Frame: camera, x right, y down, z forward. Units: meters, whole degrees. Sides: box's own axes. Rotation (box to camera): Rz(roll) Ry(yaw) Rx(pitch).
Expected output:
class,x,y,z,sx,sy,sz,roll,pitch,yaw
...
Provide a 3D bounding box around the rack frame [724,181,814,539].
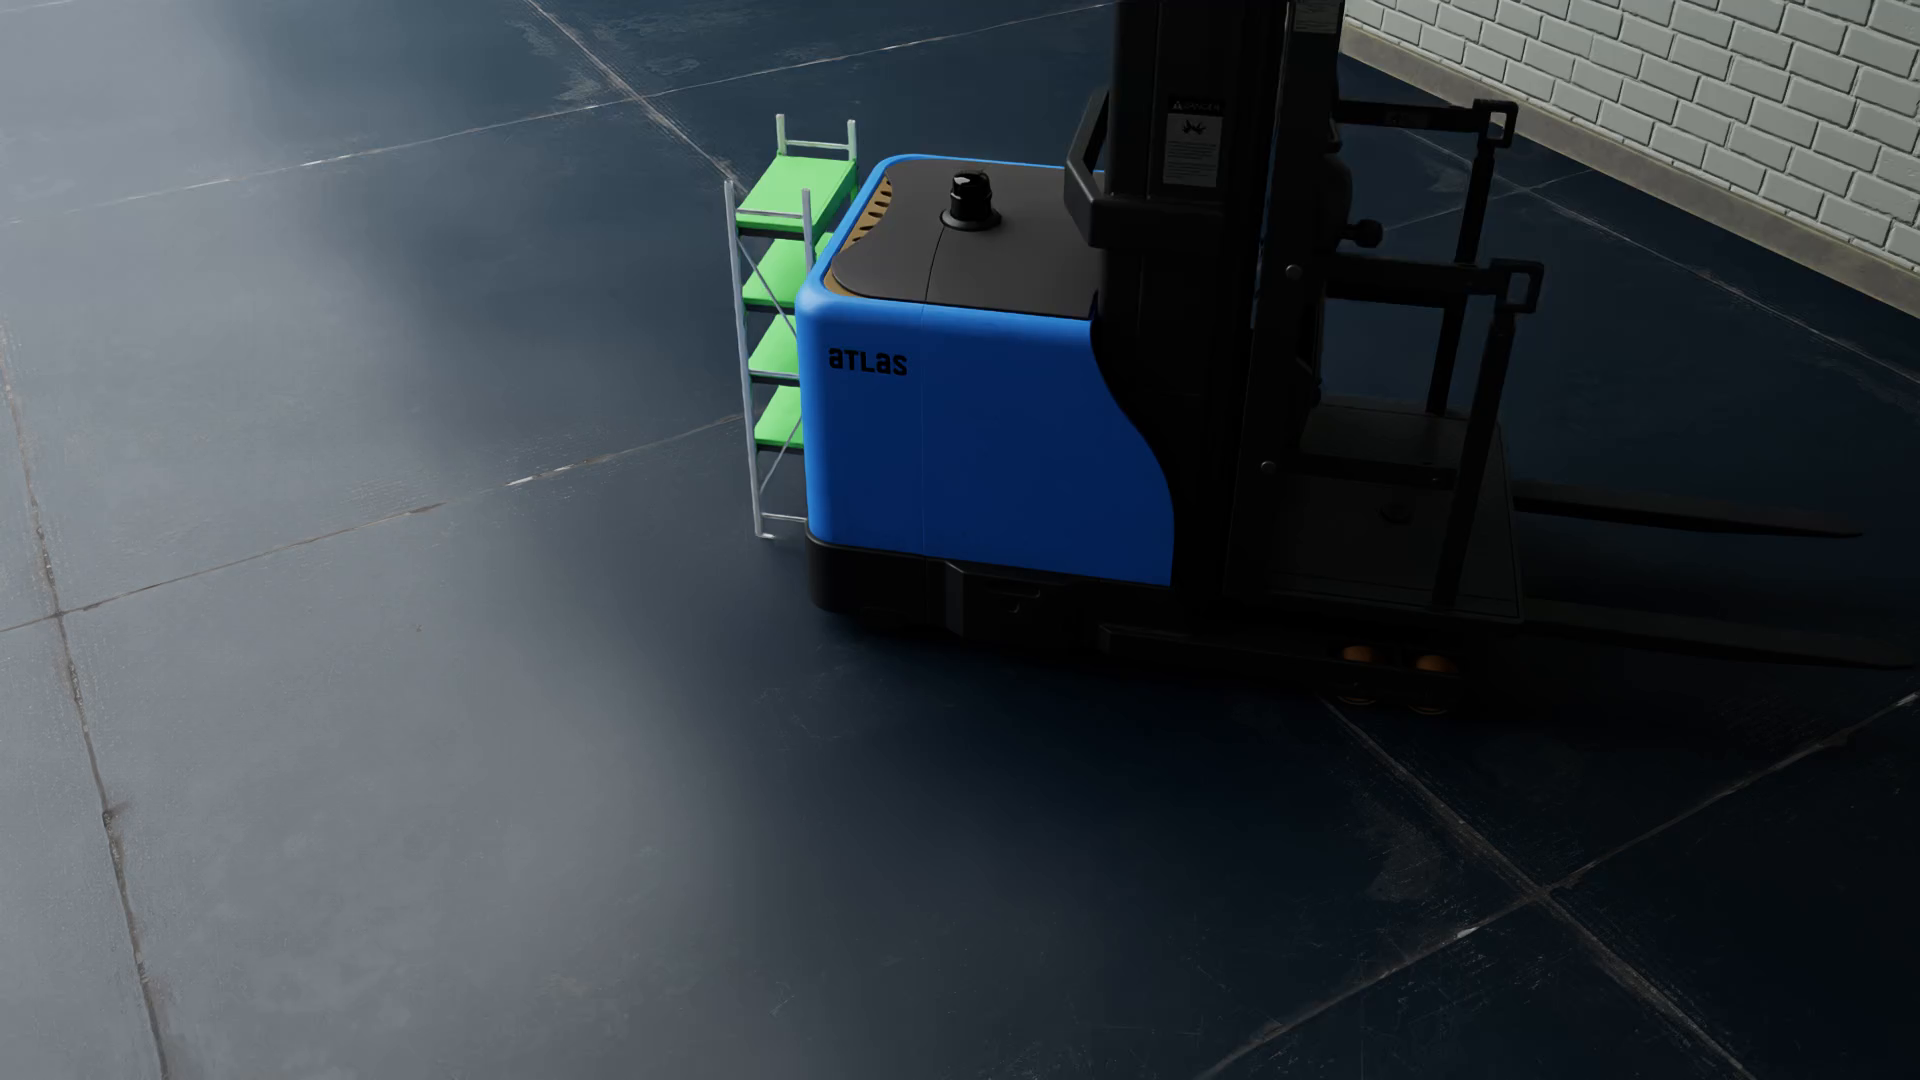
class,x,y,z,sx,sy,sz,roll,pitch,yaw
rack frame,-0.527,-0.484,4.895,0.240,1.200,0.015,7,37,10

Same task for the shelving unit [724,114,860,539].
class,x,y,z,sx,sy,sz,roll,pitch,yaw
shelving unit,-0.477,-0.625,5.088,0.258,1.200,0.503,7,37,10

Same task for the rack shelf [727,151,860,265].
class,x,y,z,sx,sy,sz,roll,pitch,yaw
rack shelf,-0.477,-0.961,4.843,0.258,0.148,0.480,7,37,10

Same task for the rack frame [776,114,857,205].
class,x,y,z,sx,sy,sz,roll,pitch,yaw
rack frame,-0.427,-0.766,5.281,0.240,1.200,0.015,7,37,10

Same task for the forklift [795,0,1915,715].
class,x,y,z,sx,sy,sz,roll,pitch,yaw
forklift,1.123,-1.045,4.196,3.031,2.935,1.130,7,37,10

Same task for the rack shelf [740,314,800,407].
class,x,y,z,sx,sy,sz,roll,pitch,yaw
rack shelf,-0.477,-0.573,5.126,0.258,0.148,0.480,7,37,10

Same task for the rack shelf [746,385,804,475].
class,x,y,z,sx,sy,sz,roll,pitch,yaw
rack shelf,-0.477,-0.380,5.268,0.258,0.148,0.480,7,37,10

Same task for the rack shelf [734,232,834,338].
class,x,y,z,sx,sy,sz,roll,pitch,yaw
rack shelf,-0.477,-0.767,4.984,0.258,0.148,0.480,7,37,10
